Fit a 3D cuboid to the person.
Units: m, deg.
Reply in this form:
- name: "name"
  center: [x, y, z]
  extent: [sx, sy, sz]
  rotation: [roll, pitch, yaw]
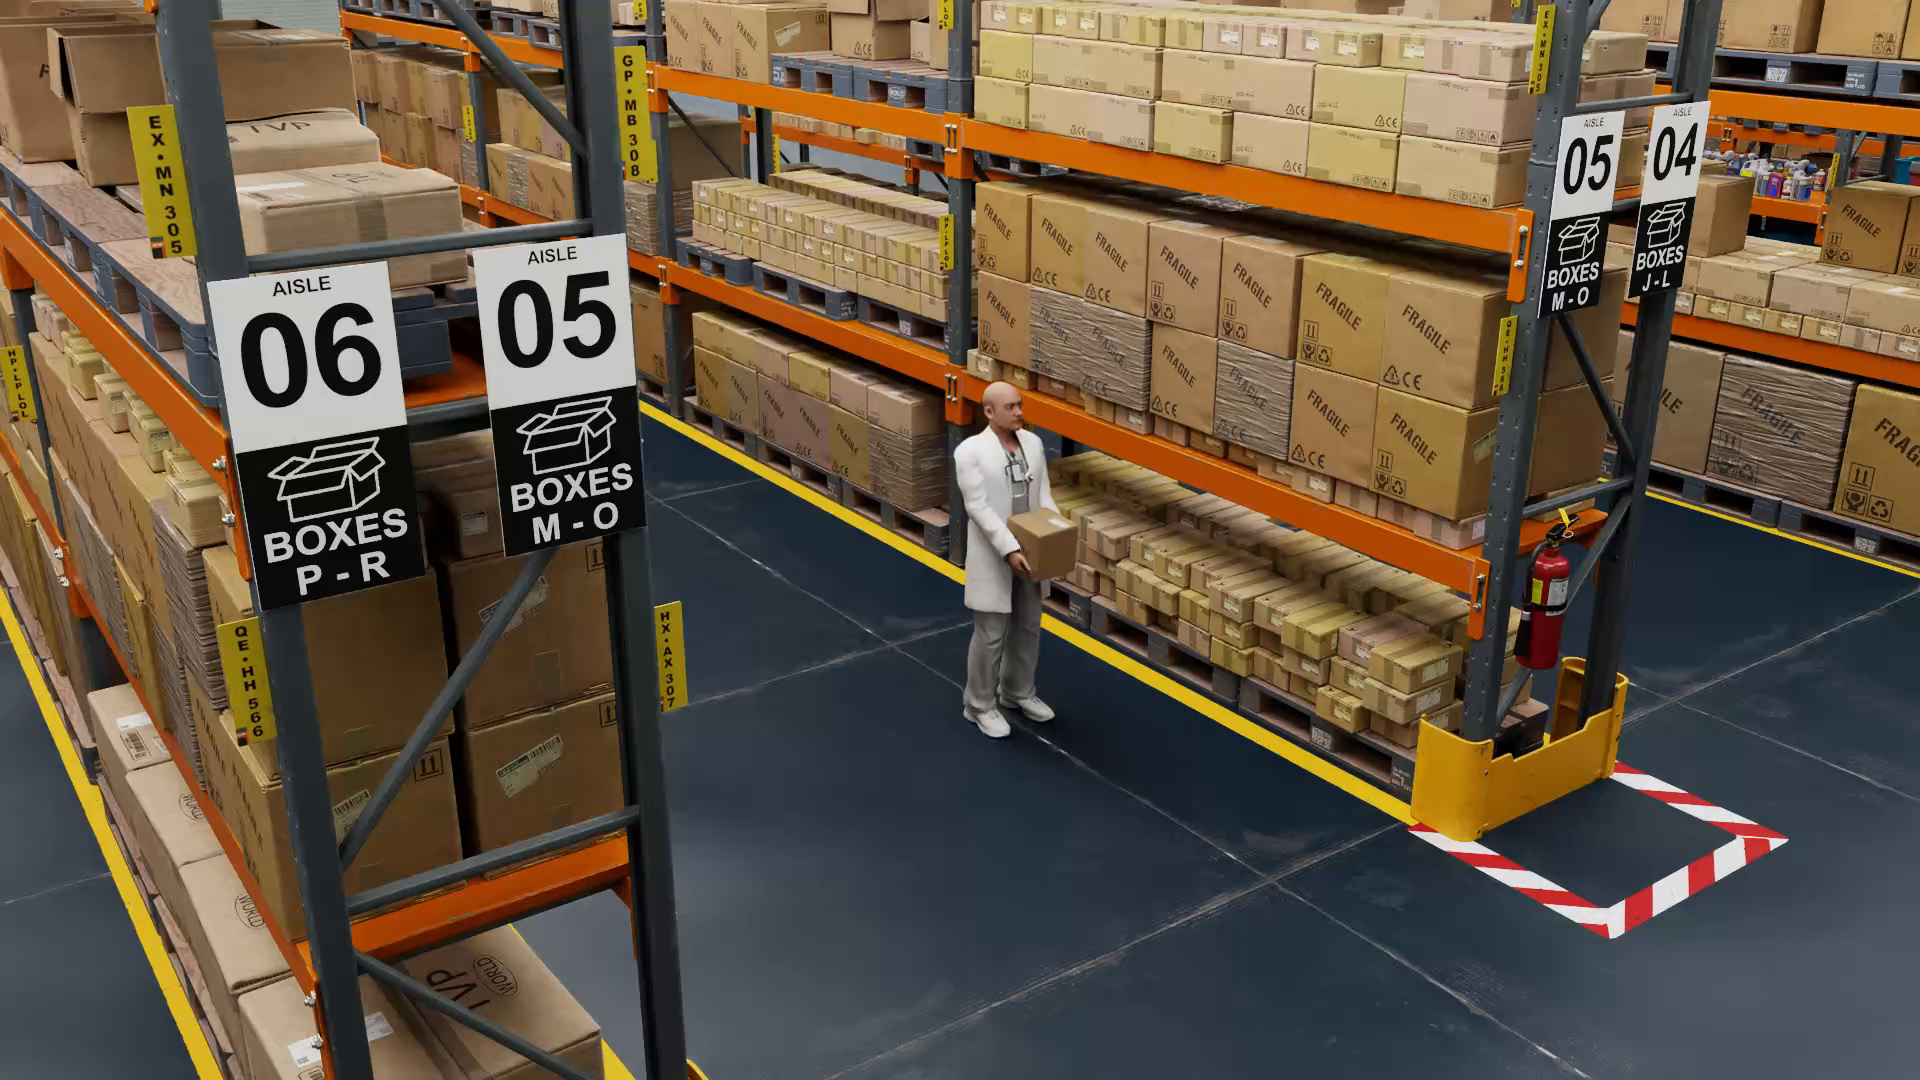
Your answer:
- name: "person"
  center: [0.289, 0.113, 8.306]
  extent: [0.535, 1.777, 0.554]
  rotation: [-15, 26, -34]
